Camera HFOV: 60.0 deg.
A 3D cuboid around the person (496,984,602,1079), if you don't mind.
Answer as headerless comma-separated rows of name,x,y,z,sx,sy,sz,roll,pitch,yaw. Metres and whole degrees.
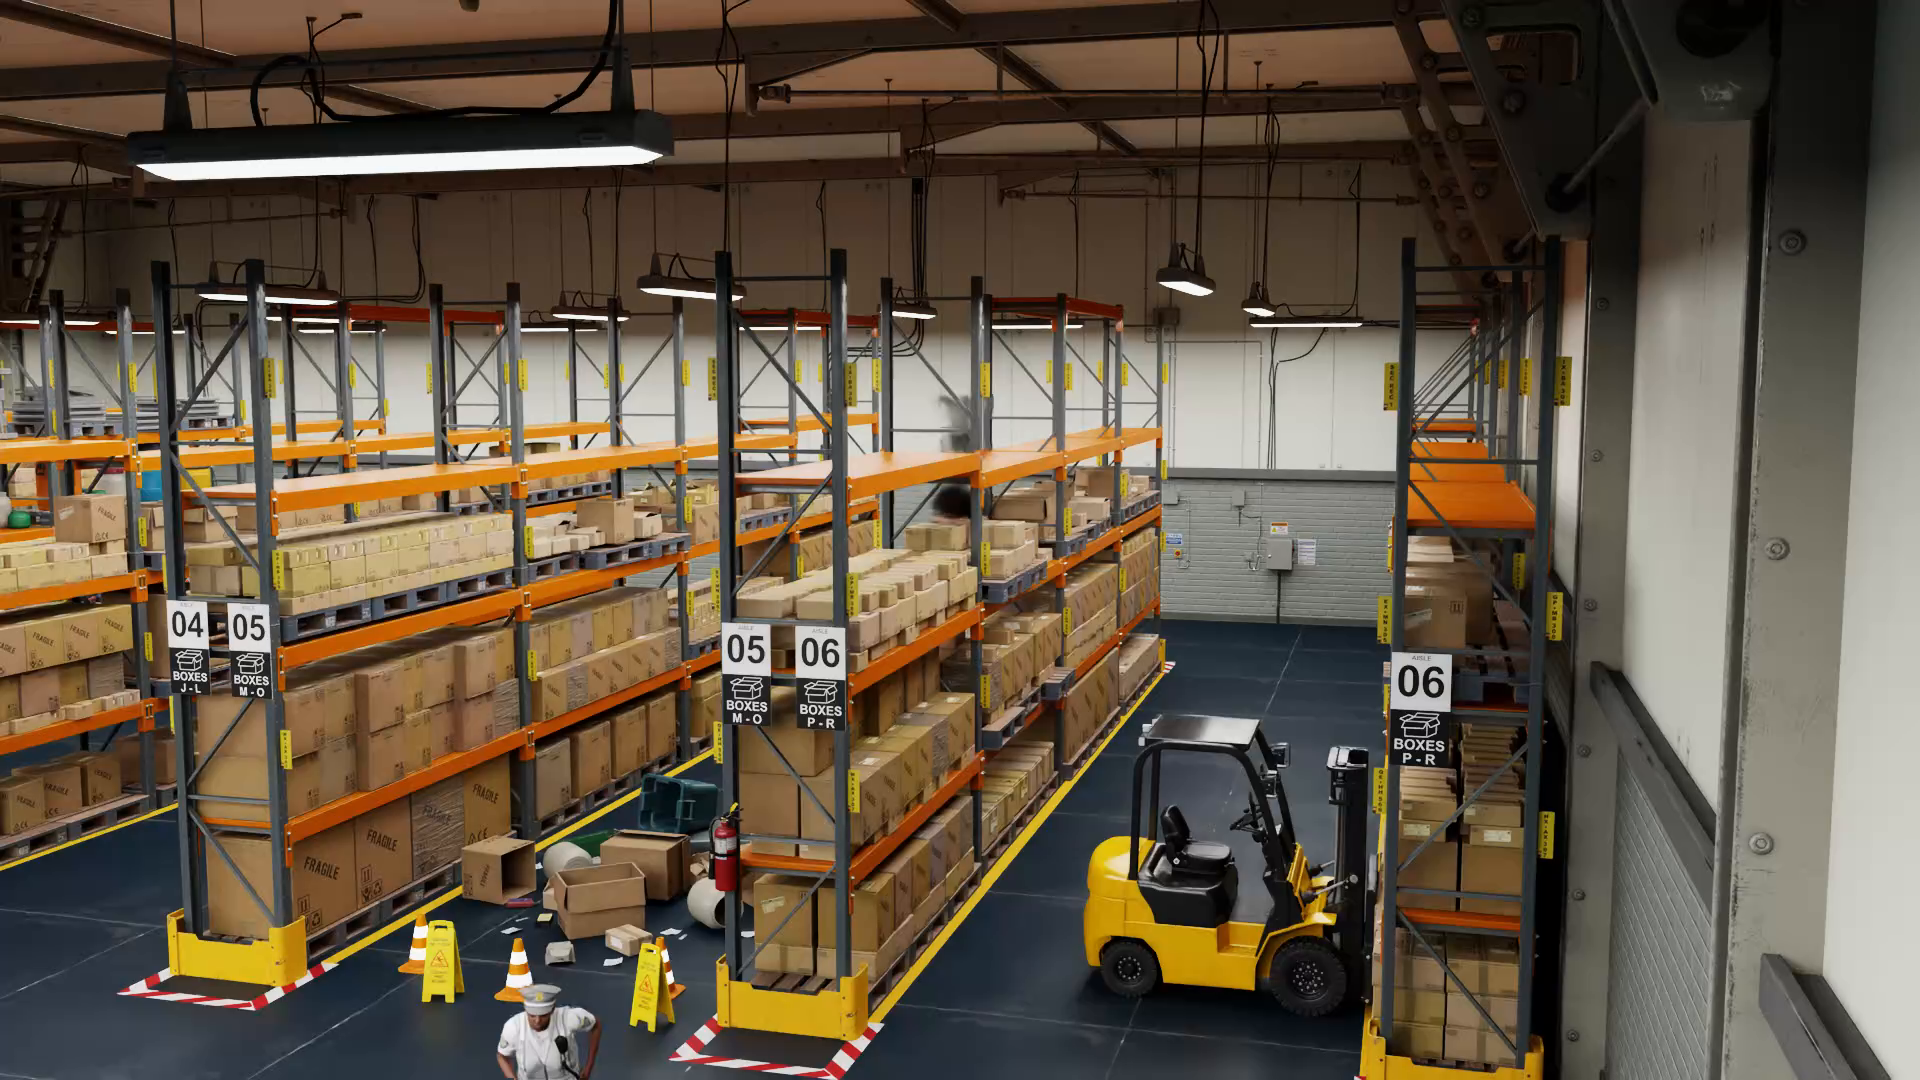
person,-2.466,3.341,10.054,0.611,1.627,0.982,-1,6,-10
